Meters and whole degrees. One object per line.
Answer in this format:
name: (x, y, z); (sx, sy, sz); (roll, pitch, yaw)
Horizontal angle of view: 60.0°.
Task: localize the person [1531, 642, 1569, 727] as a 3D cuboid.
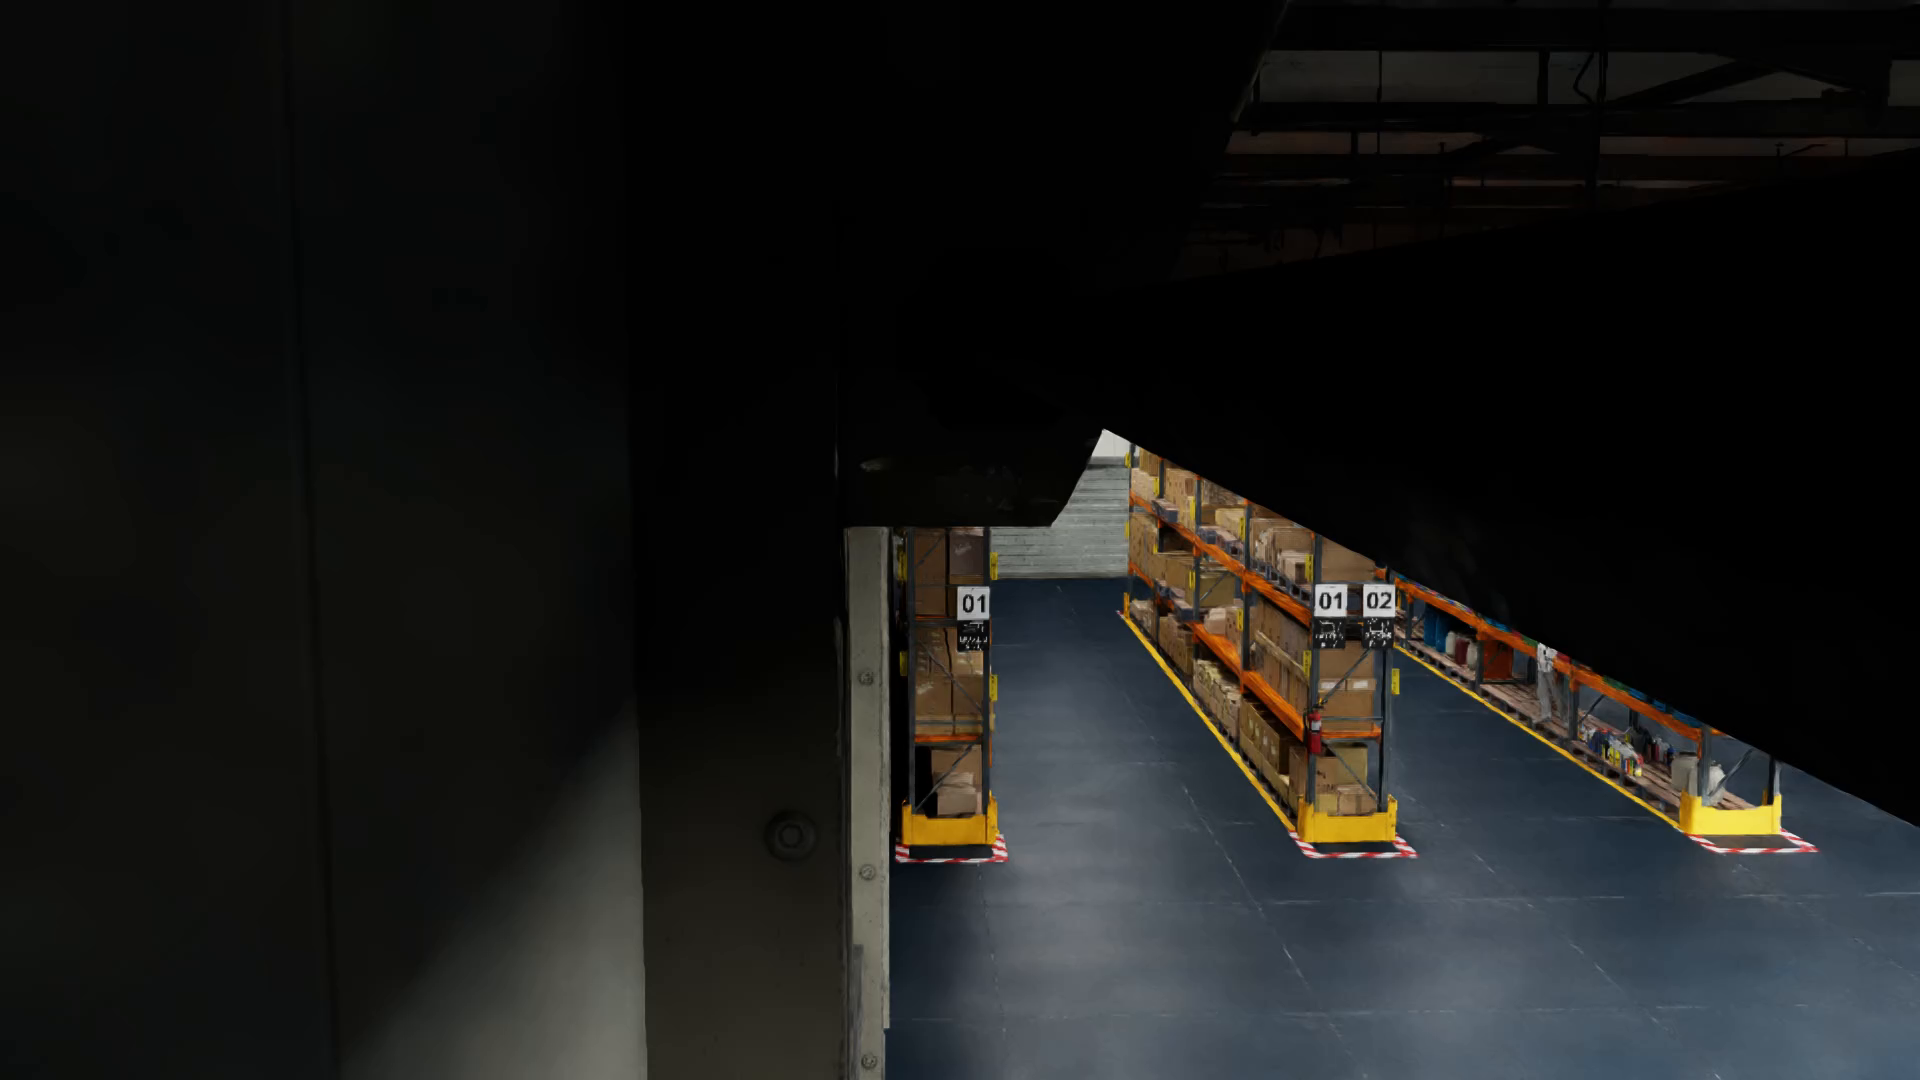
person: (9.161, 2.033, 25.669); (0.499, 1.655, 0.558); (-1, 7, -10)
